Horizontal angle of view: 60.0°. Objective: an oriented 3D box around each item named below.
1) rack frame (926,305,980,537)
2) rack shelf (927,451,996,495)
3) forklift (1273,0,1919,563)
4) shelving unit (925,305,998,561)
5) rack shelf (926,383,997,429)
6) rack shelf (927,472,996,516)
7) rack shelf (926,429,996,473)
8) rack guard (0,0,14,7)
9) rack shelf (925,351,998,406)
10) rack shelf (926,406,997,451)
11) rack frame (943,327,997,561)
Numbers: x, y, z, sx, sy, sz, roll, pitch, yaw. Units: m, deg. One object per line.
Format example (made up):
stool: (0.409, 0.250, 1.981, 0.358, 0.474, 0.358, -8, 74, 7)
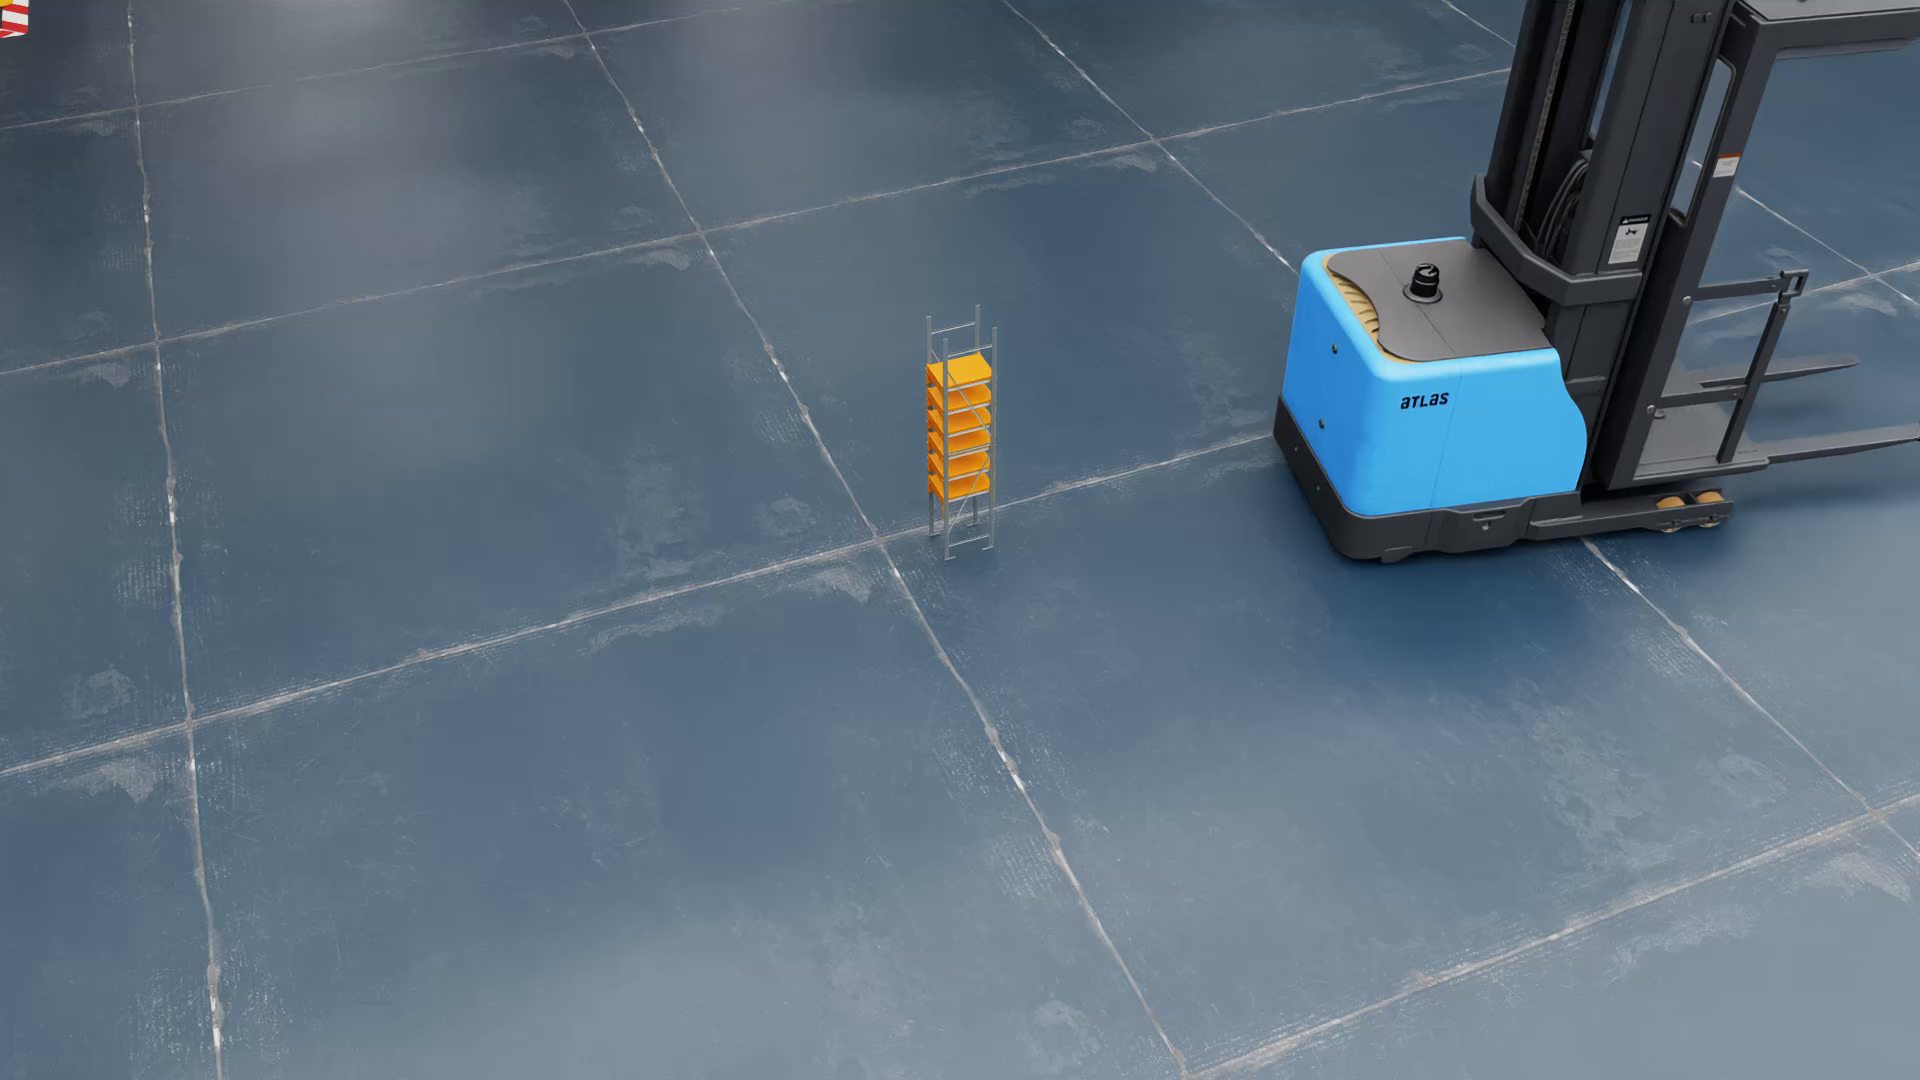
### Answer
rack frame: (-0.029, -0.501, 7.331, 0.240, 1.200, 0.006, -15, 43, -17)
rack shelf: (0.006, -0.322, 7.374, 0.258, 0.103, 0.180, -15, 43, -17)
forklift: (3.105, -1.479, 7.141, 3.031, 2.935, 1.130, -7, 41, -8)
shelving unit: (0.006, -0.446, 7.267, 0.258, 1.200, 0.189, -15, 43, -17)
rack shelf: (0.006, -0.594, 7.140, 0.258, 0.103, 0.180, -15, 43, -17)
rack shelf: (0.006, -0.231, 7.453, 0.258, 0.103, 0.180, -15, 43, -17)
rack shelf: (0.006, -0.413, 7.296, 0.258, 0.103, 0.180, -15, 43, -17)
rack guard: (-7.583, -4.091, 12.043, 1.175, 0.500, 0.348, -15, 43, -17)
rack shelf: (0.006, -0.685, 7.062, 0.258, 0.103, 0.180, -15, 43, -17)
rack shelf: (0.006, -0.504, 7.218, 0.258, 0.103, 0.180, -15, 43, -17)
rack frame: (0.041, -0.391, 7.203, 0.240, 1.200, 0.006, -15, 43, -17)
